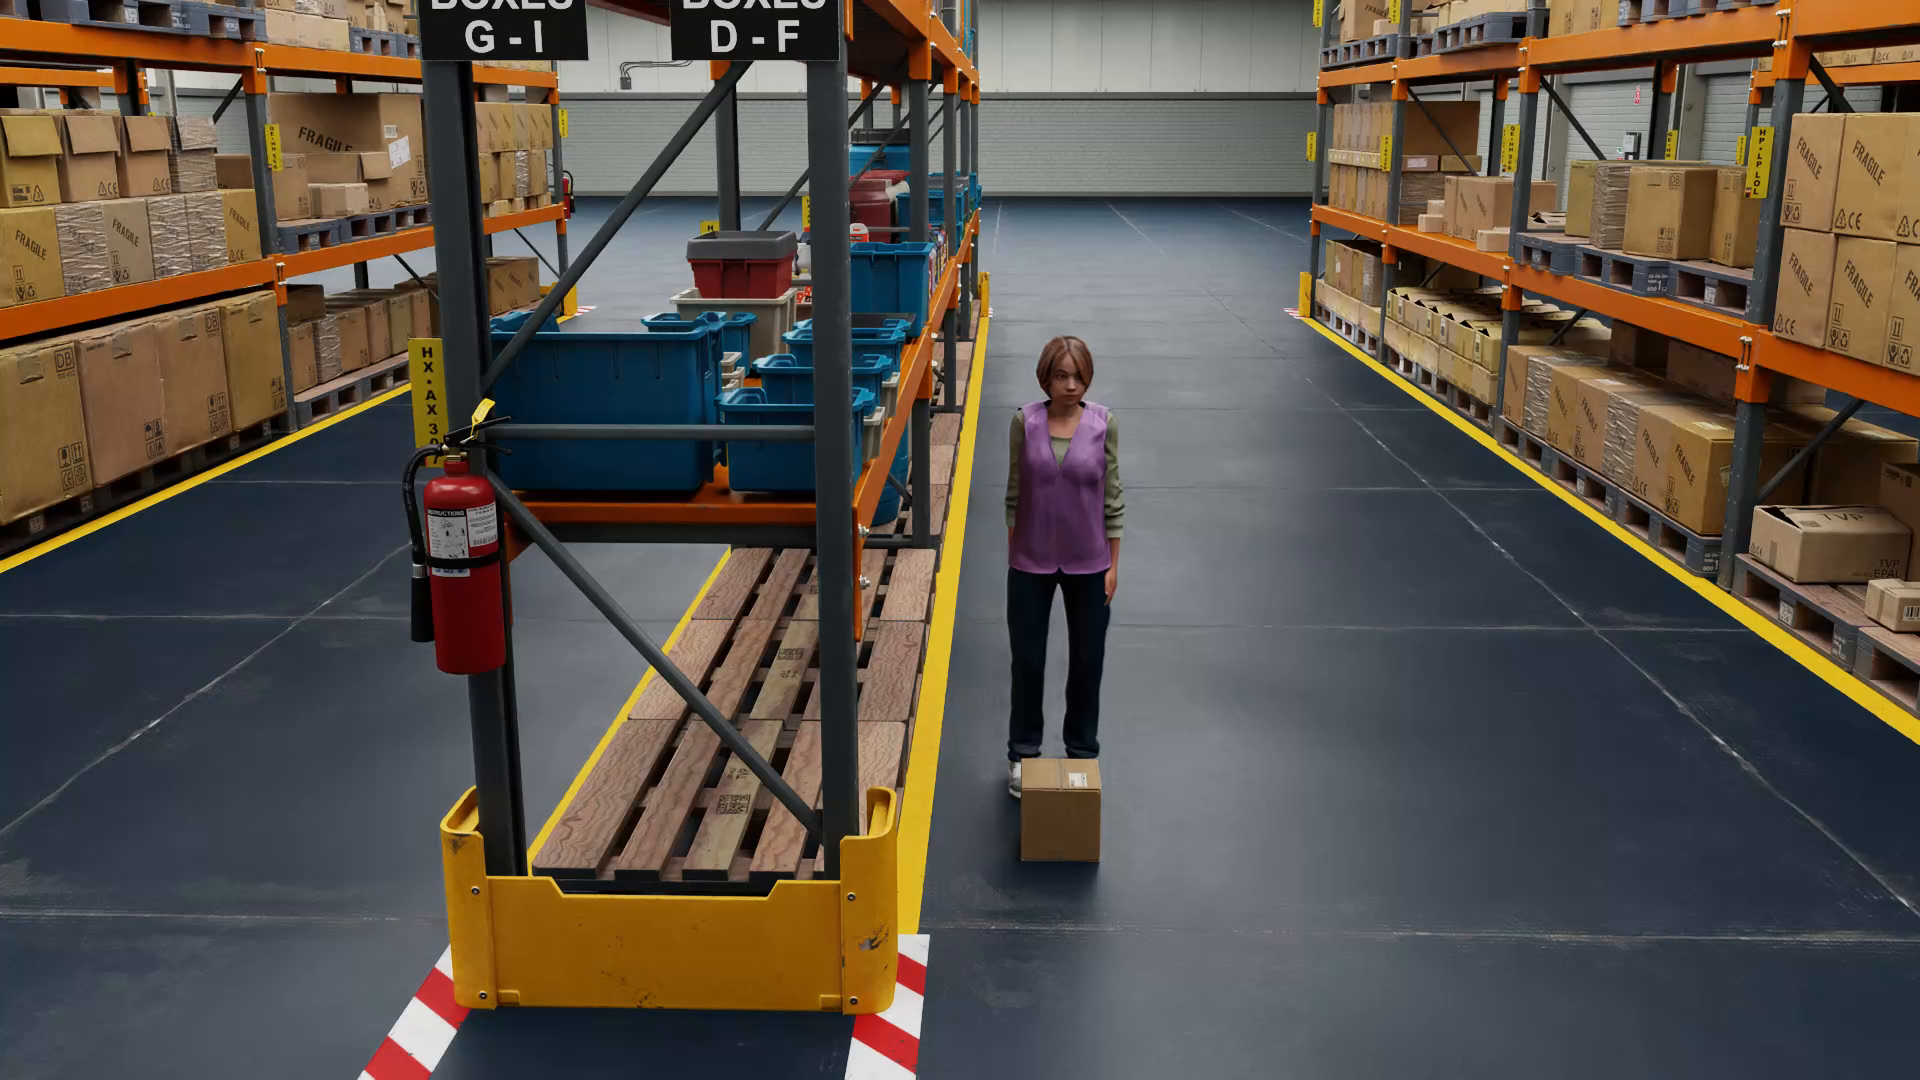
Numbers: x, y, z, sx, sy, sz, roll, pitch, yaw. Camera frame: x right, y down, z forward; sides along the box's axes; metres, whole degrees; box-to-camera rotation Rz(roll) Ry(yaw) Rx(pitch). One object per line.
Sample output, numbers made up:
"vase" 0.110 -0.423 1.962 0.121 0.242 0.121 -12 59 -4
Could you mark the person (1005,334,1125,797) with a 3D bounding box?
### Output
"person" 0.353 0.099 5.643 0.406 1.595 0.305 1 14 3
